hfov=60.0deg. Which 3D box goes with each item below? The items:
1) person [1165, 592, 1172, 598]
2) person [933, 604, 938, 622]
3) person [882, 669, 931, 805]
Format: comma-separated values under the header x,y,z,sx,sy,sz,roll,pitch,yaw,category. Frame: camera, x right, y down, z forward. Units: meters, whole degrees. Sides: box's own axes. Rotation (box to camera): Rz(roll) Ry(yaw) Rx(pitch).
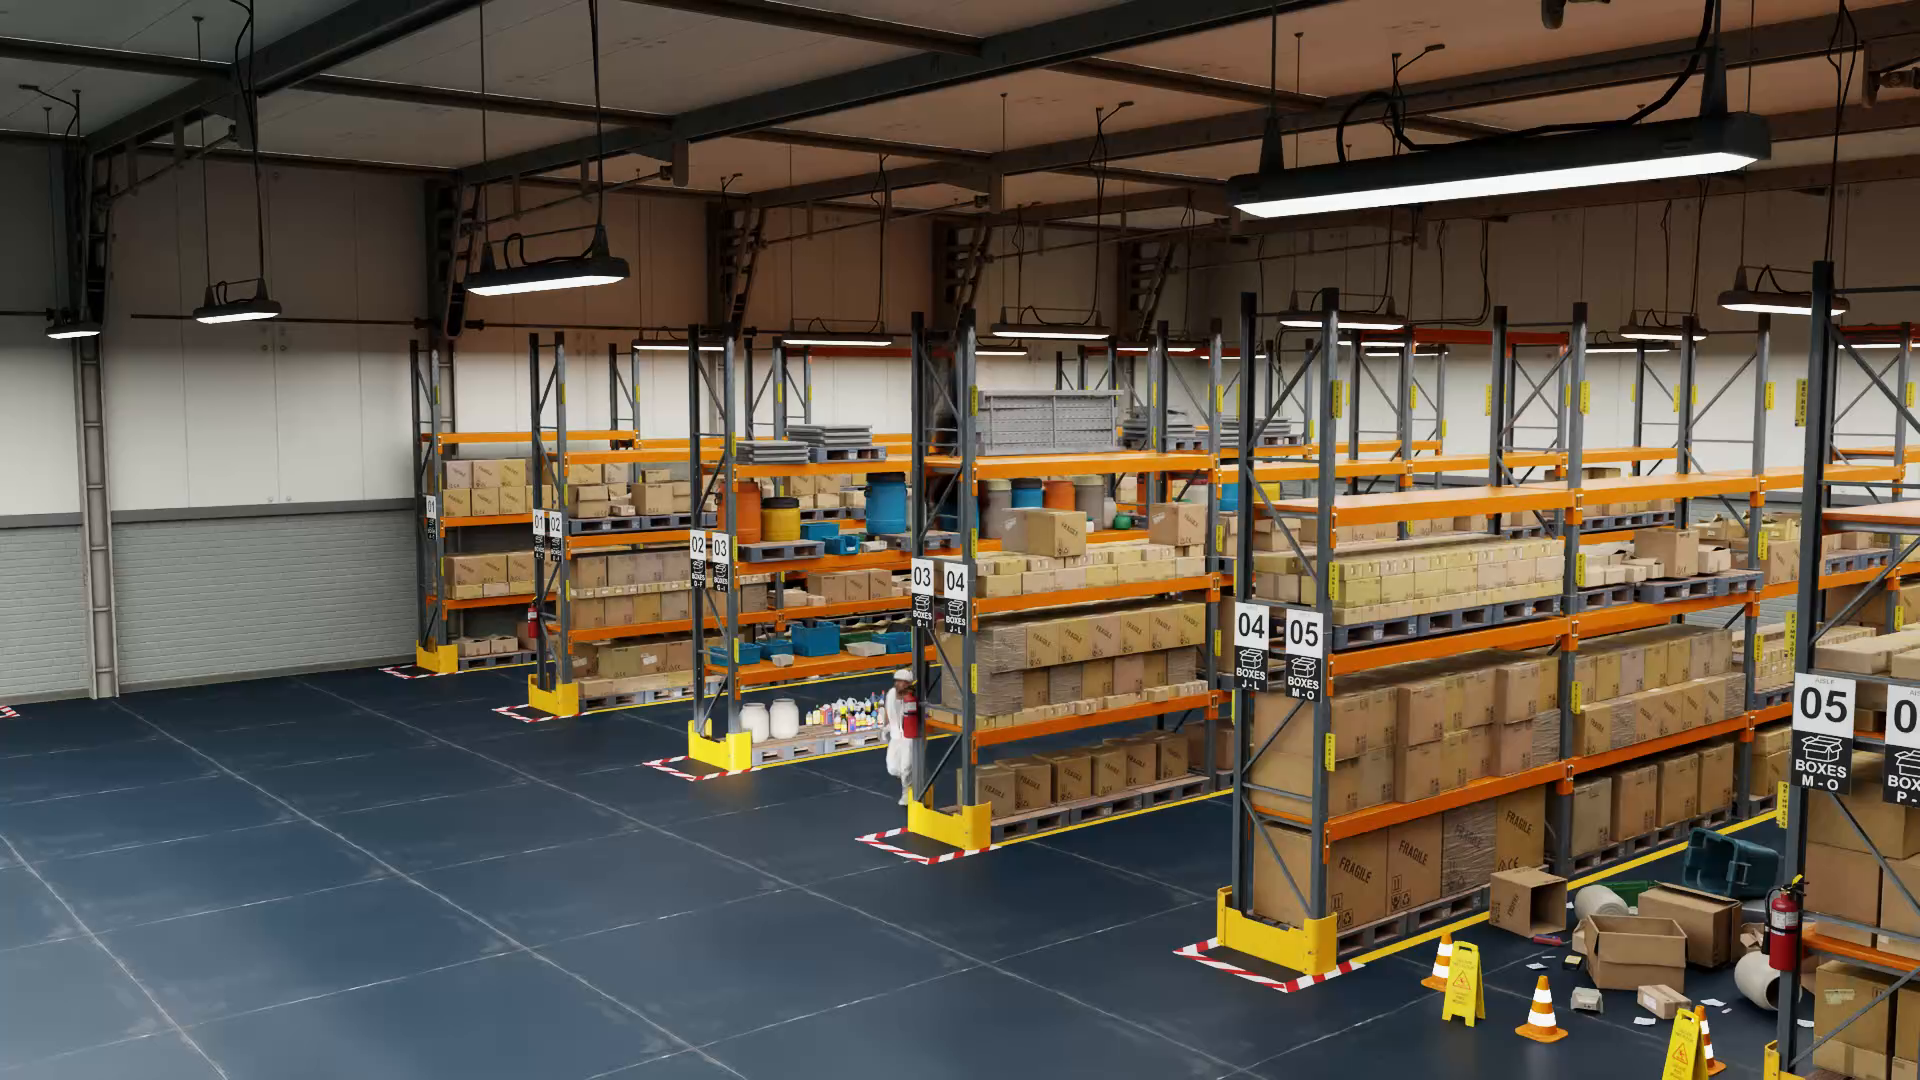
x,y,z,sx,sy,sz,roll,pitch,yaw,category
3.642,1.448,30.452,1.046,1.802,0.704,-4,7,-38,person
-0.557,1.217,33.324,0.765,1.785,0.660,-4,7,-39,person
-0.650,2.415,20.515,0.655,1.695,0.599,3,6,29,person
